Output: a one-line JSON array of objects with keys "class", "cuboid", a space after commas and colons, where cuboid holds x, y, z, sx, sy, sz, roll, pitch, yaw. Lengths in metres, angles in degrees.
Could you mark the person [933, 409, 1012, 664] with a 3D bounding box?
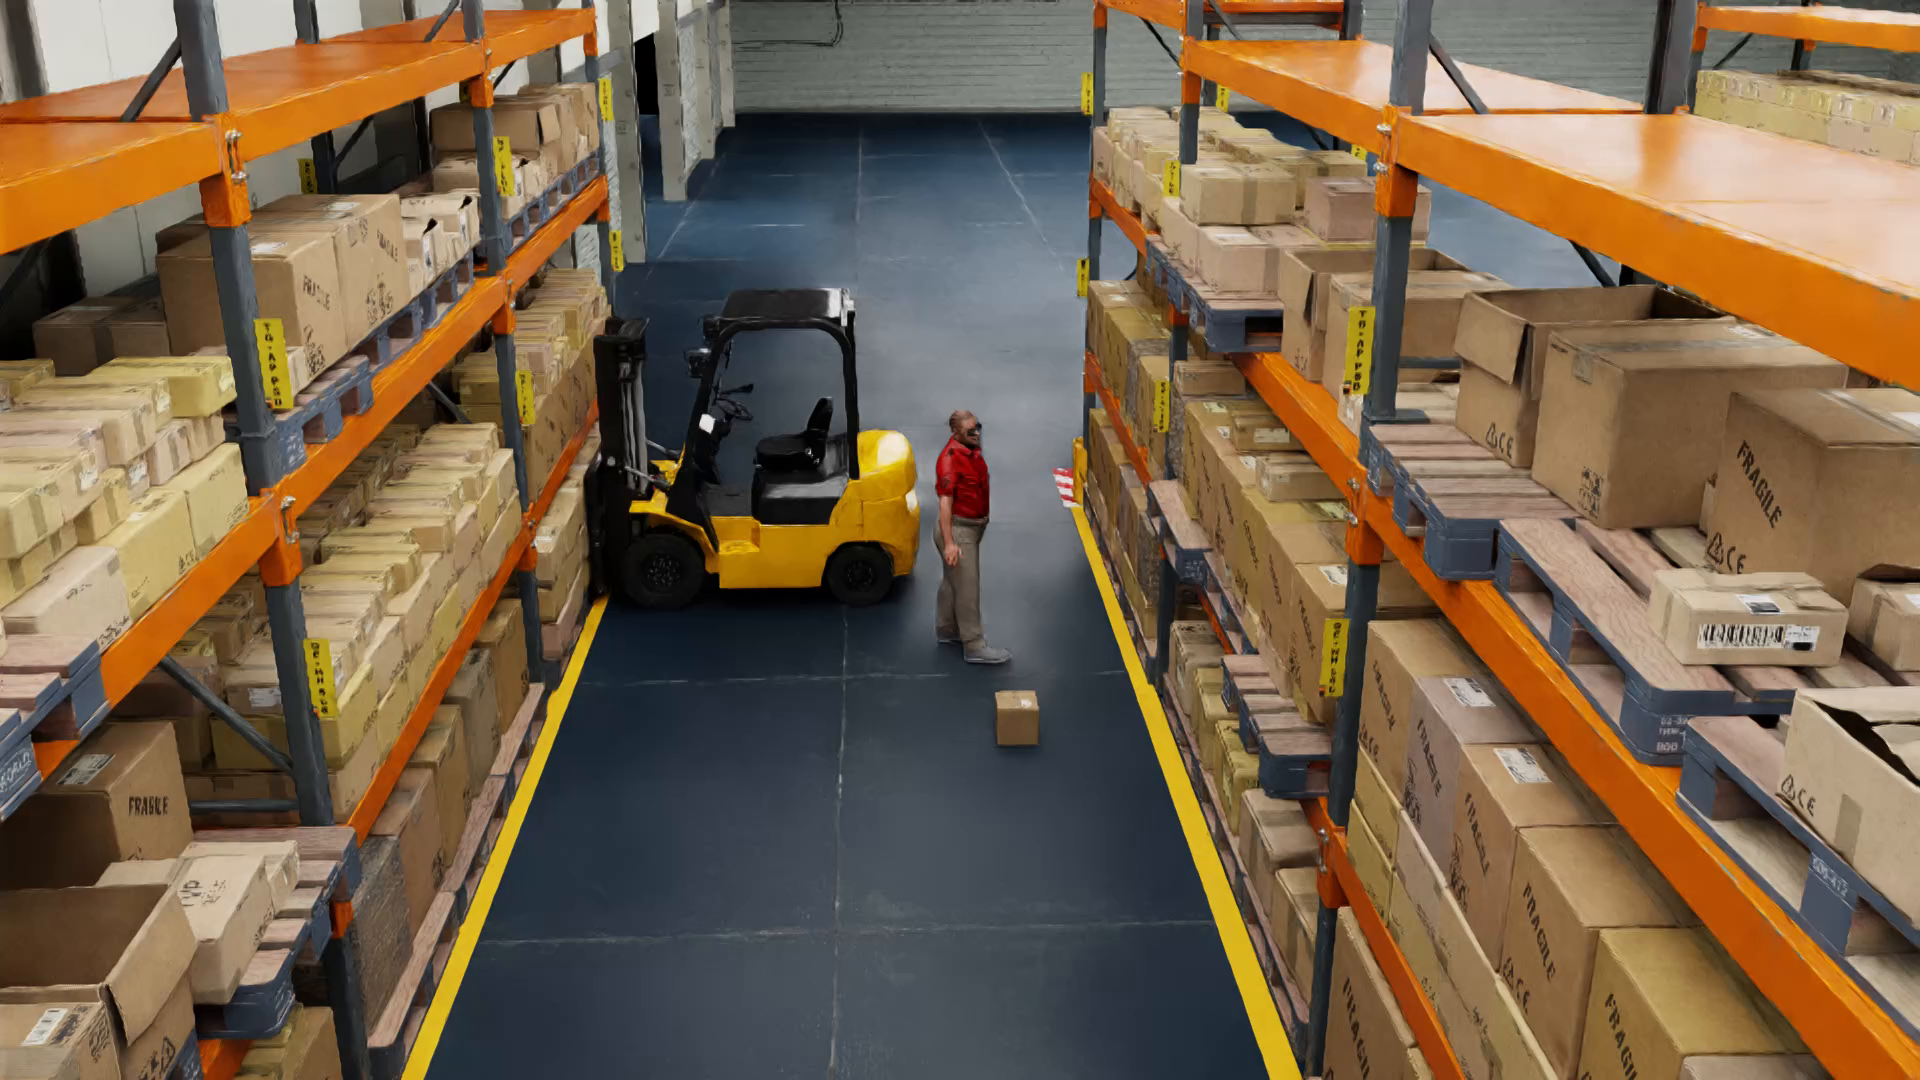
[{"class": "person", "cuboid": [0.085, -0.033, 11.129, 0.607, 1.725, 0.733, 5, 21, 13]}]
